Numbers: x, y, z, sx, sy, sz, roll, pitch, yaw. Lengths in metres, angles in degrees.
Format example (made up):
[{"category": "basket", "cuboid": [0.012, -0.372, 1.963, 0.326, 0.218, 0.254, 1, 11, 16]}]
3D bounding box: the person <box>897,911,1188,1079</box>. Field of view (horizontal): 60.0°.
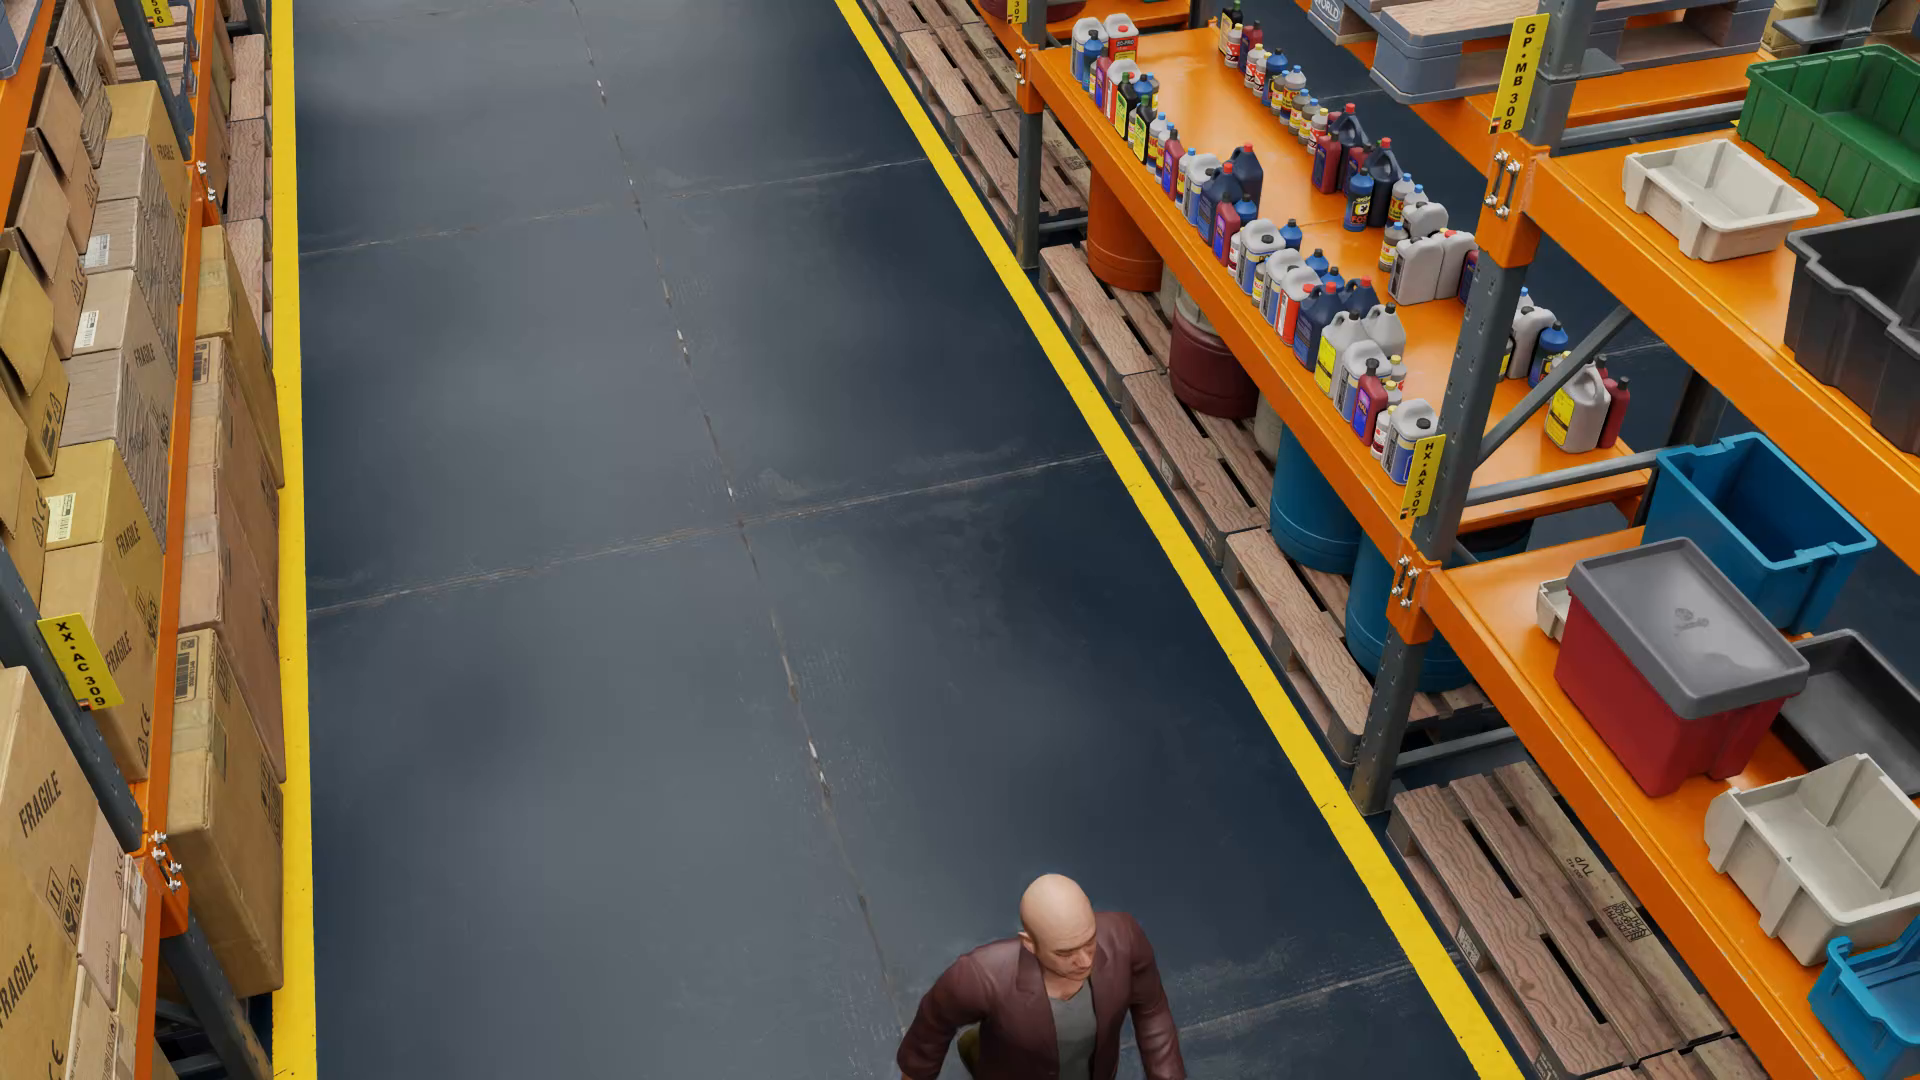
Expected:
[{"category": "person", "cuboid": [0.225, 1.341, 4.417, 0.667, 0.955, 0.539, -19, 45, -21]}]
